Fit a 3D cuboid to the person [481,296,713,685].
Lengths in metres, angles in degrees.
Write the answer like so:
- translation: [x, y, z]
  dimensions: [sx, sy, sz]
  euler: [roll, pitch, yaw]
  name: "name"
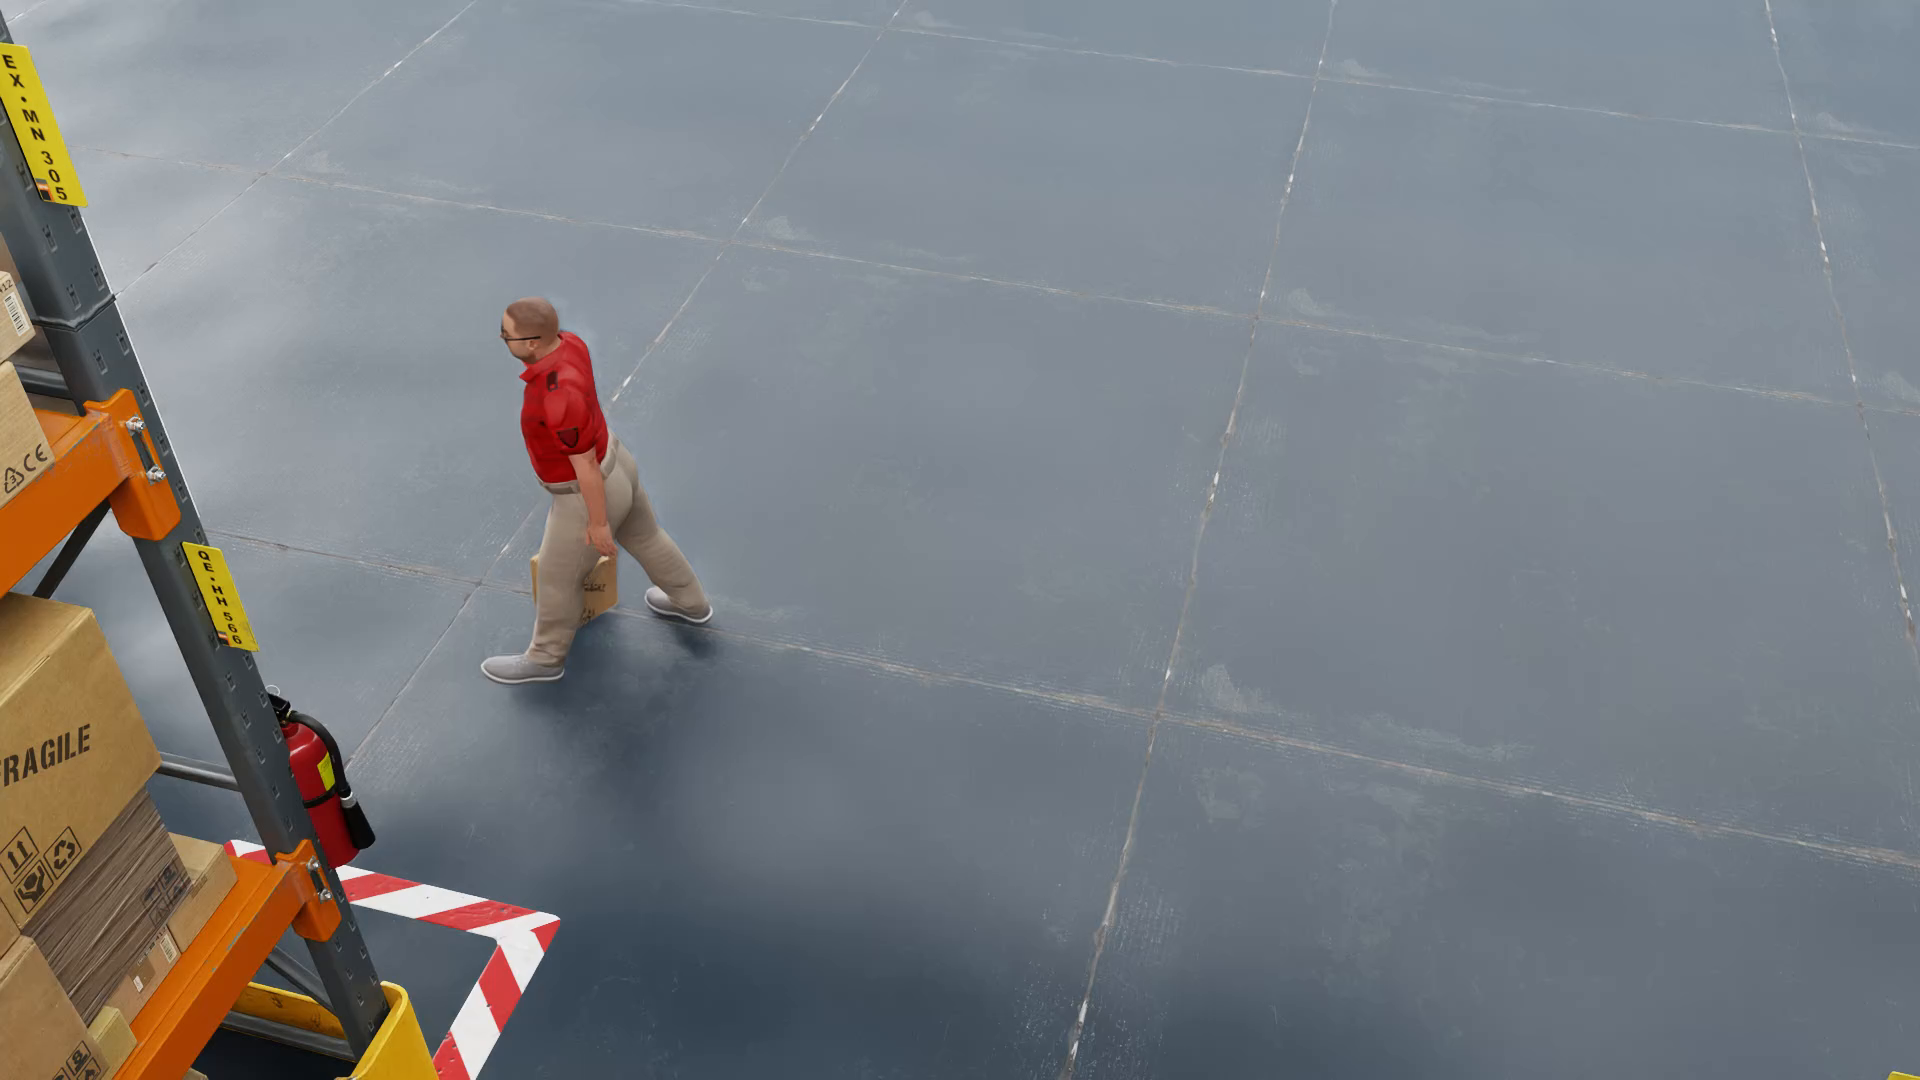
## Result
- translation: [-1.498, -0.214, 6.424]
  dimensions: [0.922, 1.678, 0.577]
  euler: [-4, 41, -4]
  name: "person"
